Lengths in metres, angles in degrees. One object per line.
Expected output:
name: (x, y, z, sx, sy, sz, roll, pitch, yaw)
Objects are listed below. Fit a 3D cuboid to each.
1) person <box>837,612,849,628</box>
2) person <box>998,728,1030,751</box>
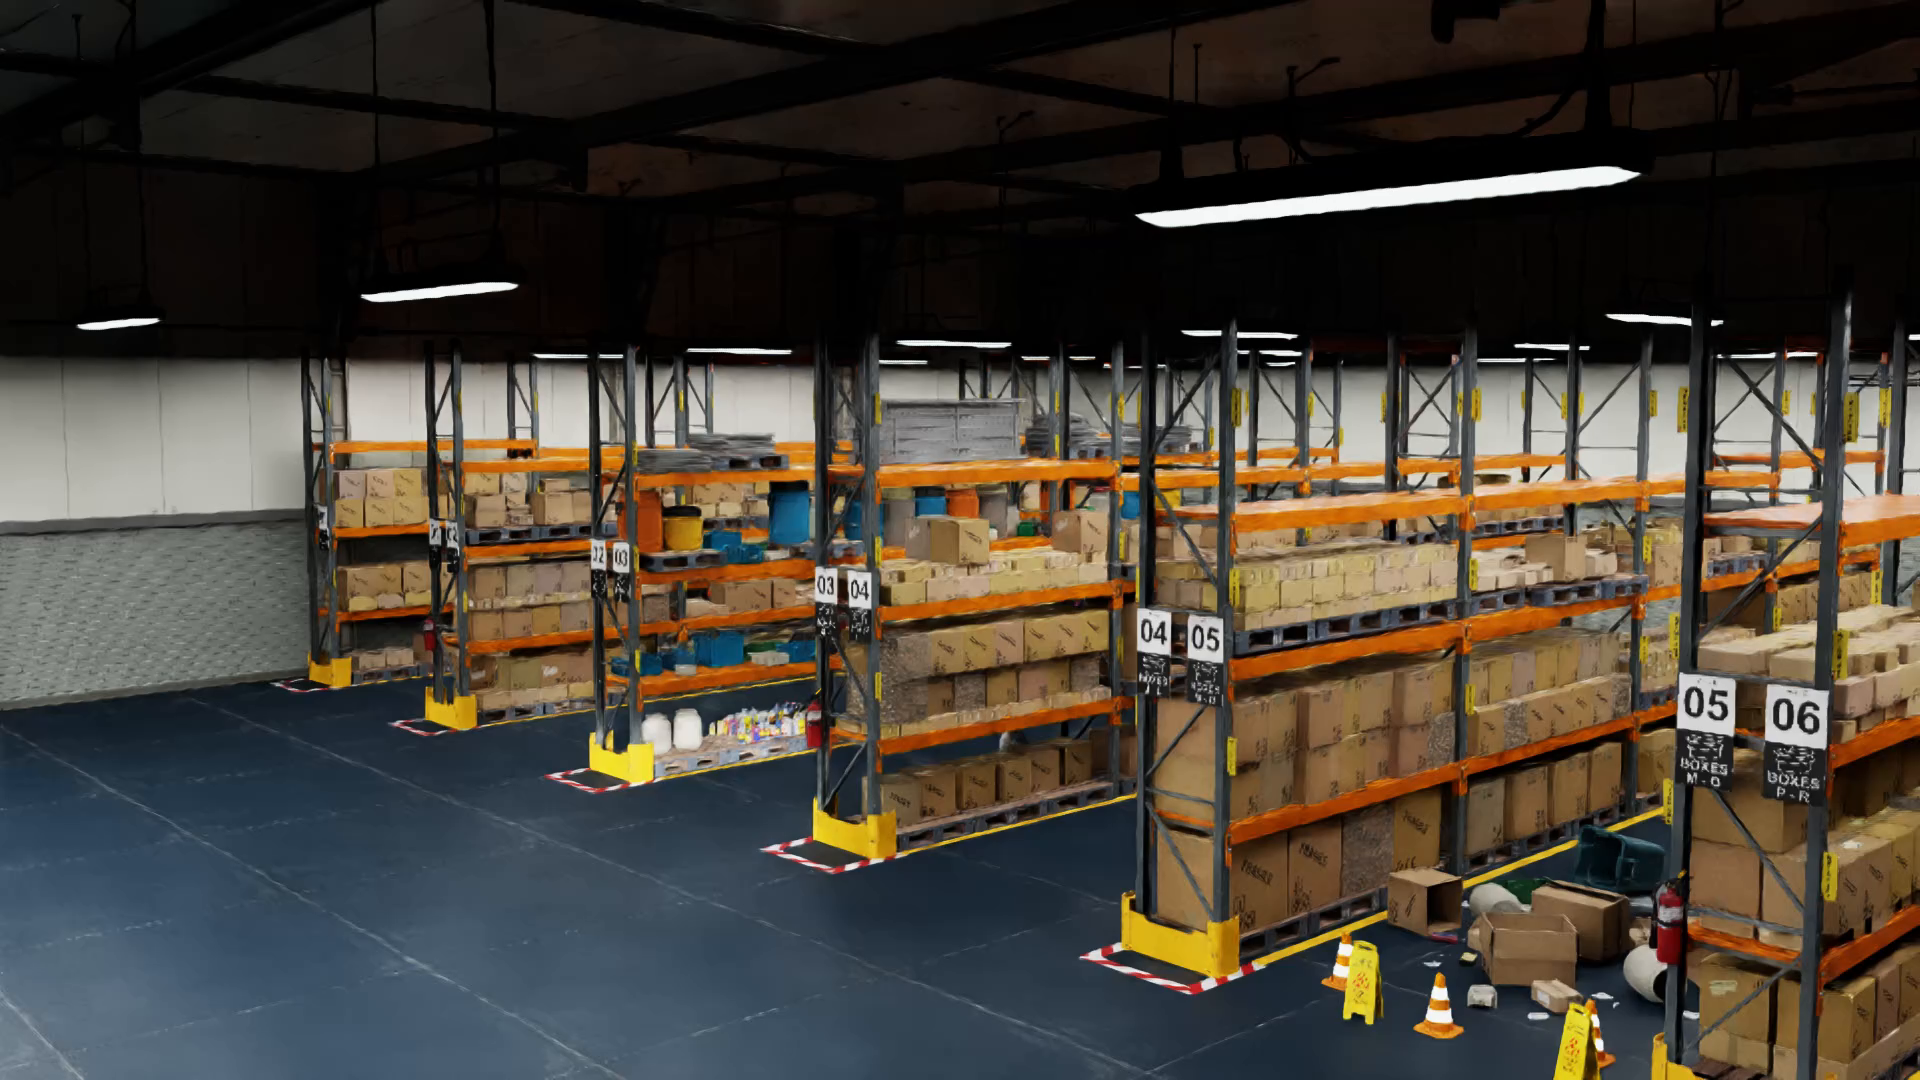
person: (-2.585, 1.154, 35.689, 1.184, 1.696, 0.589, -5, 7, -44)
person: (0.646, 2.306, 22.702, 1.100, 1.698, 0.544, -4, 6, -39)
